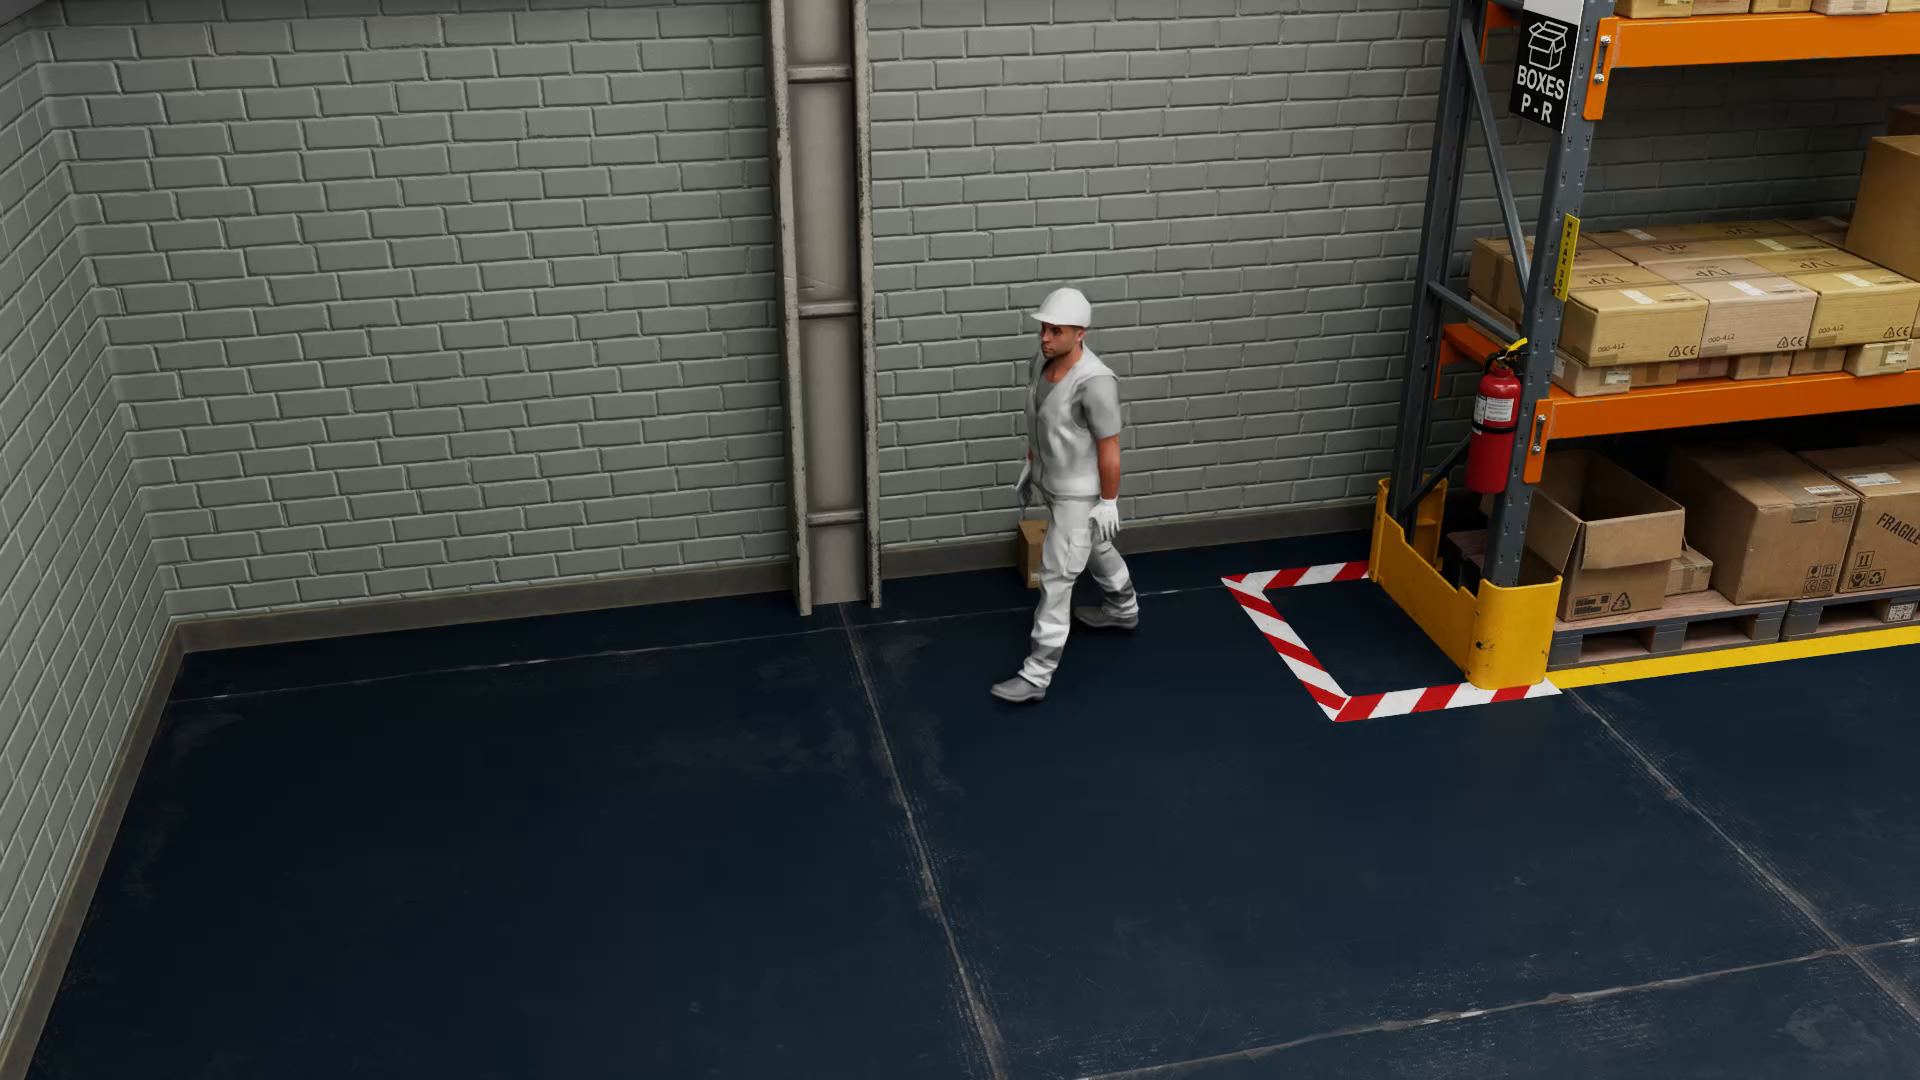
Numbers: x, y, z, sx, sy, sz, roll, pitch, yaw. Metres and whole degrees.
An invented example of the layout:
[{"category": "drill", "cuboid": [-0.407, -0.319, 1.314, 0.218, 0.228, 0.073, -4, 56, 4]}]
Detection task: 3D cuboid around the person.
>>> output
[{"category": "person", "cuboid": [0.448, -0.204, 7.065, 0.935, 1.710, 0.598, -12, 29, -22]}]
